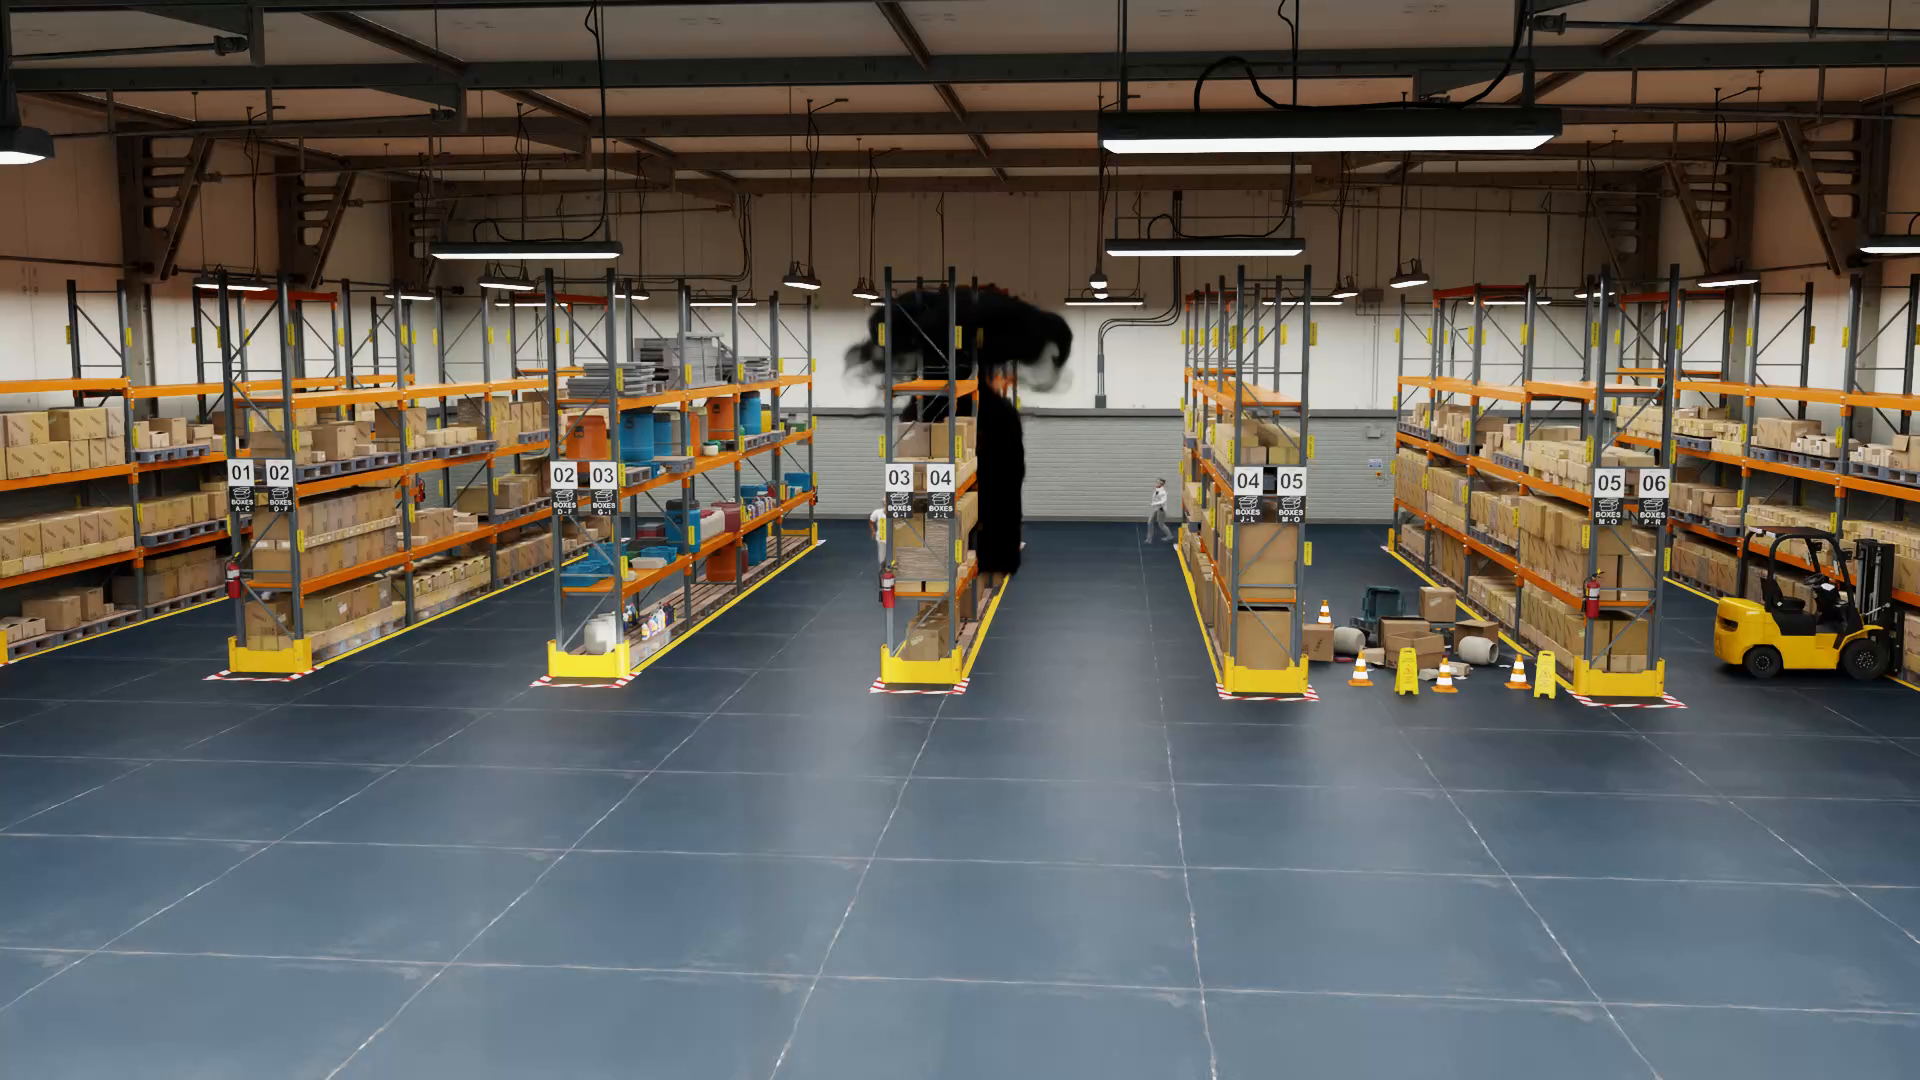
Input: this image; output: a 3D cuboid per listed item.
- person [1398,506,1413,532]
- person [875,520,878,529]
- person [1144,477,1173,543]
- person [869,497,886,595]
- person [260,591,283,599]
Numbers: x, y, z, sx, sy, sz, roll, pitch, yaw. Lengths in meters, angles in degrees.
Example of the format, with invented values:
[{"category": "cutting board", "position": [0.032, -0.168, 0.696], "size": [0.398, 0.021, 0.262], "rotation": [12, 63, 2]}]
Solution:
[{"category": "person", "position": [10.910, -0.748, 40.421], "size": [0.740, 1.729, 0.699], "rotation": [5, 9, 38]}, {"category": "person", "position": [-1.503, -0.051, 35.046], "size": [0.590, 1.640, 0.743], "rotation": [1, 7, 6]}, {"category": "person", "position": [4.909, -0.690, 40.458], "size": [0.760, 1.708, 0.672], "rotation": [-2, 7, -16]}, {"category": "person", "position": [-1.356, 0.095, 31.096], "size": [0.672, 1.888, 0.743], "rotation": [0, 7, -4]}, {"category": "person", "position": [-11.612, 0.712, 28.269], "size": [0.686, 1.828, 0.844], "rotation": [1, 7, 5]}]
